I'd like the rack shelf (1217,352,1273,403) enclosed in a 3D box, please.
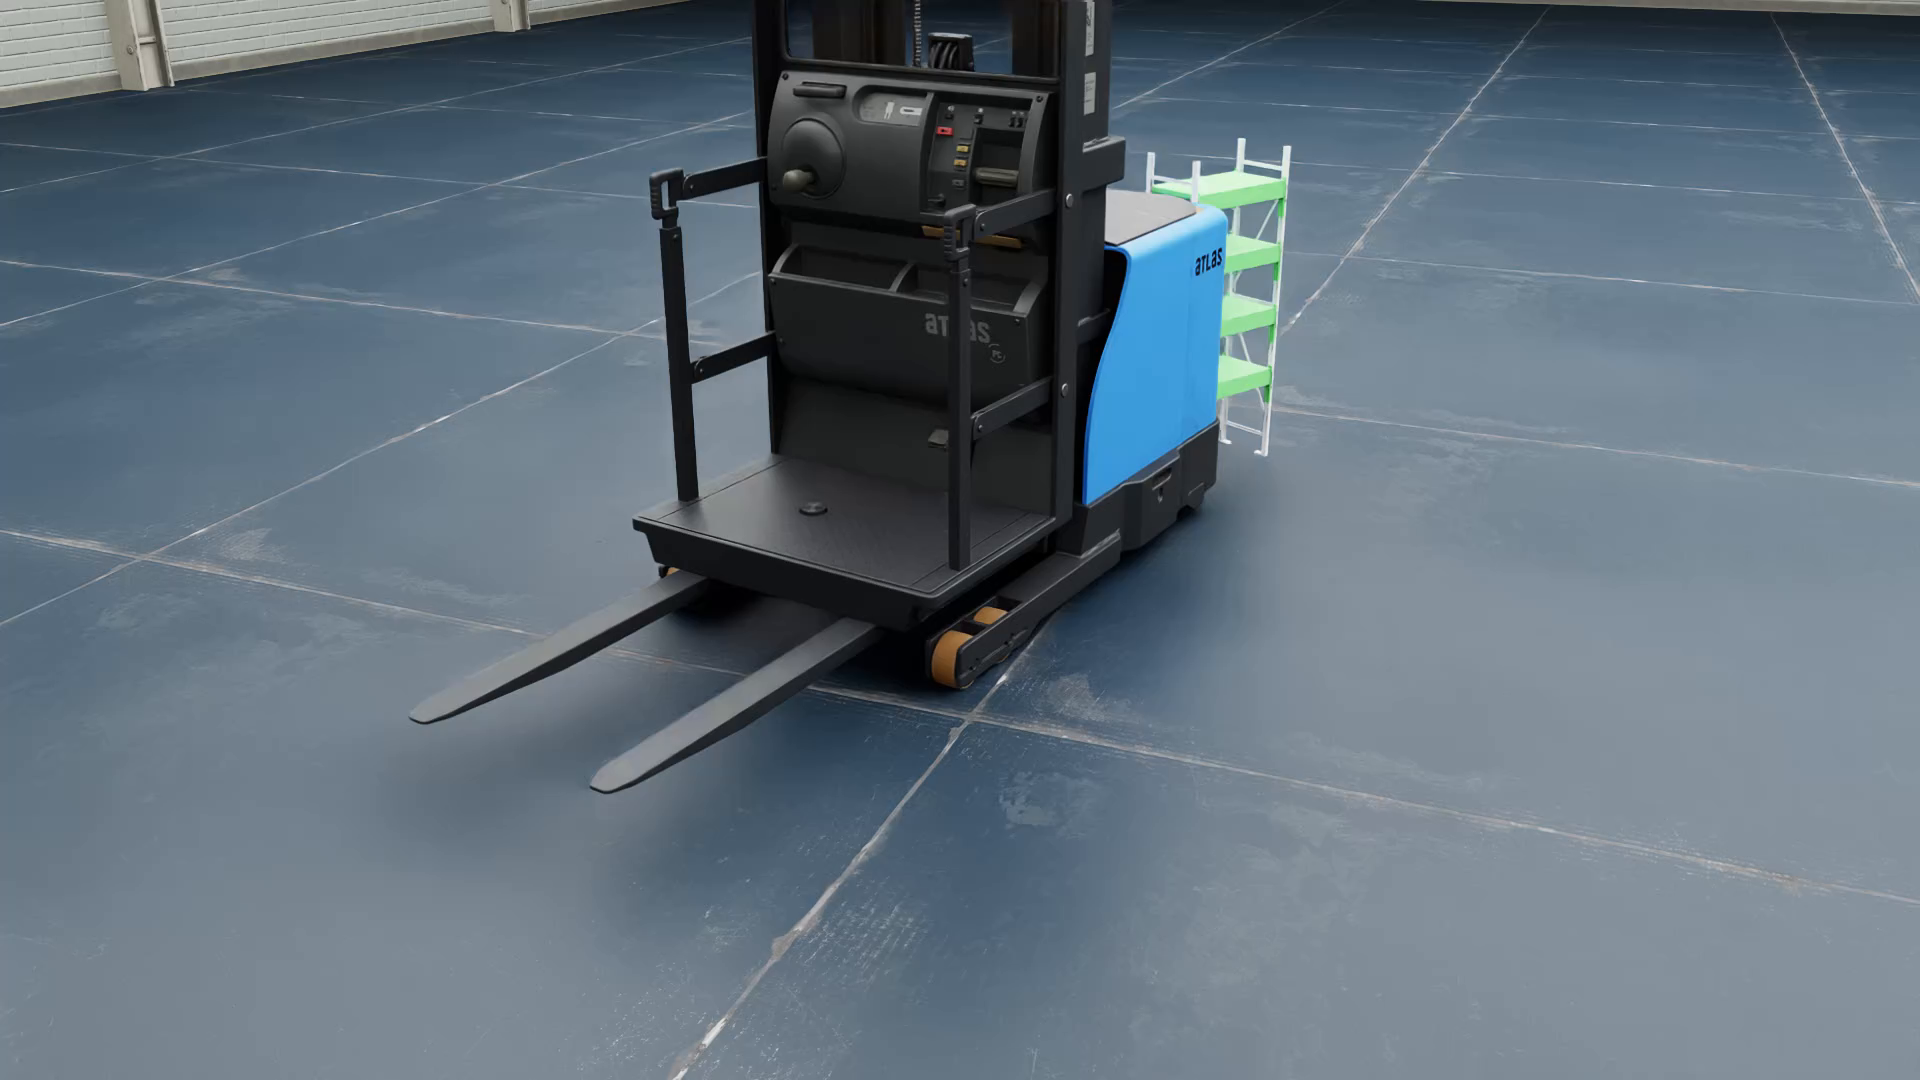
[{"bbox_3d":[0.942,-0.580,6.370,0.480,0.148,0.258,-18,29,-36],"label":"rack shelf"}]

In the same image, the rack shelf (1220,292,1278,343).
[{"bbox_3d":[0.942,-0.801,6.278,0.480,0.148,0.258,-18,29,-36],"label":"rack shelf"}]

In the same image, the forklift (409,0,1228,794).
[{"bbox_3d":[-0.278,-1.132,4.657,1.130,2.935,3.031,14,26,30],"label":"forklift"}]

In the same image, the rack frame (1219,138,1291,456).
[{"bbox_3d":[1.128,-0.921,6.398,0.015,1.200,0.240,-18,29,-36],"label":"rack frame"}]

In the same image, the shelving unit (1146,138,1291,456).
[{"bbox_3d":[0.942,-0.860,6.253,0.503,1.200,0.258,-18,29,-36],"label":"shelving unit"}]

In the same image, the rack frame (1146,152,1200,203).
[{"bbox_3d":[0.755,-0.800,6.108,0.015,1.200,0.240,-18,29,-36],"label":"rack frame"}]

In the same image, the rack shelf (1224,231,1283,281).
[{"bbox_3d":[0.942,-1.023,6.185,0.480,0.148,0.258,-18,29,-36],"label":"rack shelf"}]

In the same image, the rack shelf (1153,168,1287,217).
[{"bbox_3d":[0.942,-1.244,6.093,0.480,0.148,0.258,-18,29,-36],"label":"rack shelf"}]

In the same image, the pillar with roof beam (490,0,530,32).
[{"bbox_3d":[-1.837,-10.176,18.436,9.100,9.000,0.400,9,24,20],"label":"pillar with roof beam"}]

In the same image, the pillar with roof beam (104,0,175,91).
[{"bbox_3d":[-4.065,-8.028,13.295,9.100,9.000,0.400,9,24,20],"label":"pillar with roof beam"}]
